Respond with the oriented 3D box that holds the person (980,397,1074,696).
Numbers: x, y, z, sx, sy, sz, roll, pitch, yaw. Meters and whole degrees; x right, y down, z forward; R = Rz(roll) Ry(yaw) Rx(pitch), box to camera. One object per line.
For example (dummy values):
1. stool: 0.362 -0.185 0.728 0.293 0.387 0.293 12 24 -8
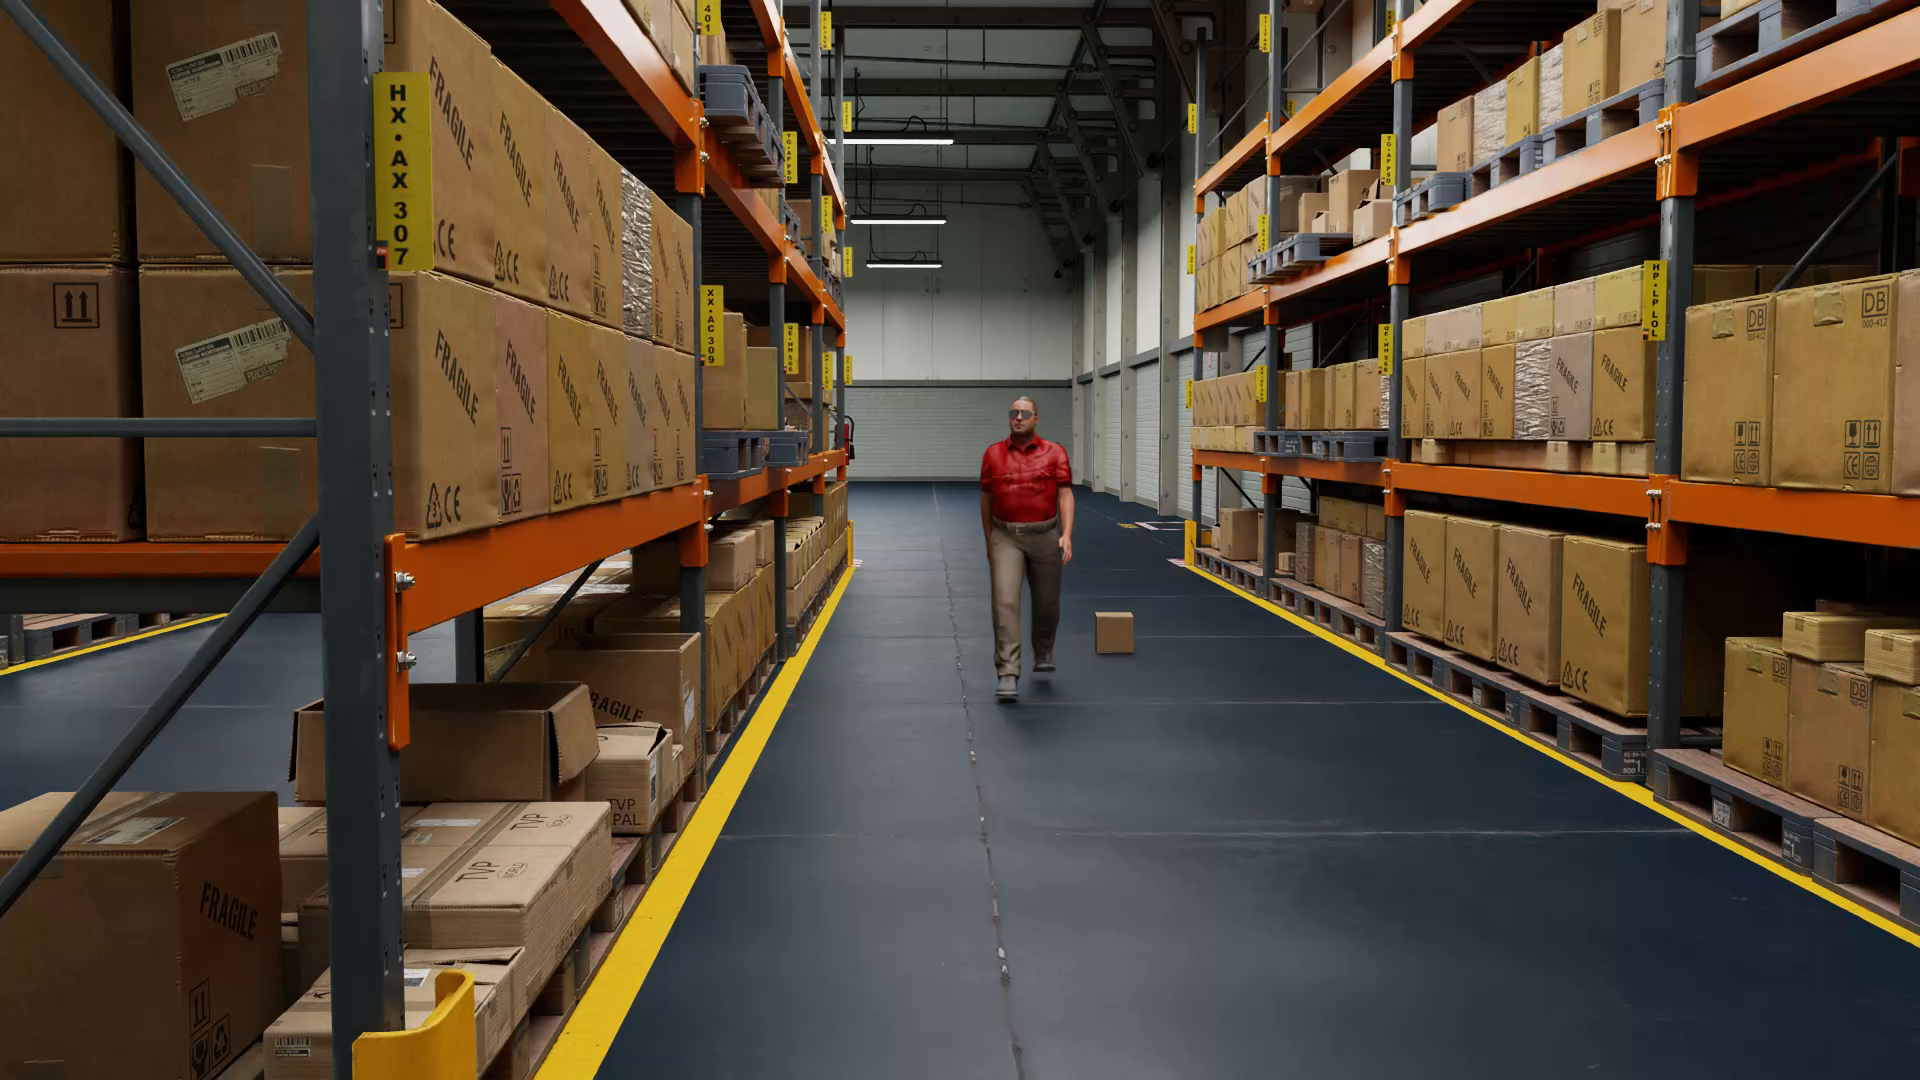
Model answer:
1. person: 0.385 0.012 9.581 0.541 1.673 1.007 0 4 2
